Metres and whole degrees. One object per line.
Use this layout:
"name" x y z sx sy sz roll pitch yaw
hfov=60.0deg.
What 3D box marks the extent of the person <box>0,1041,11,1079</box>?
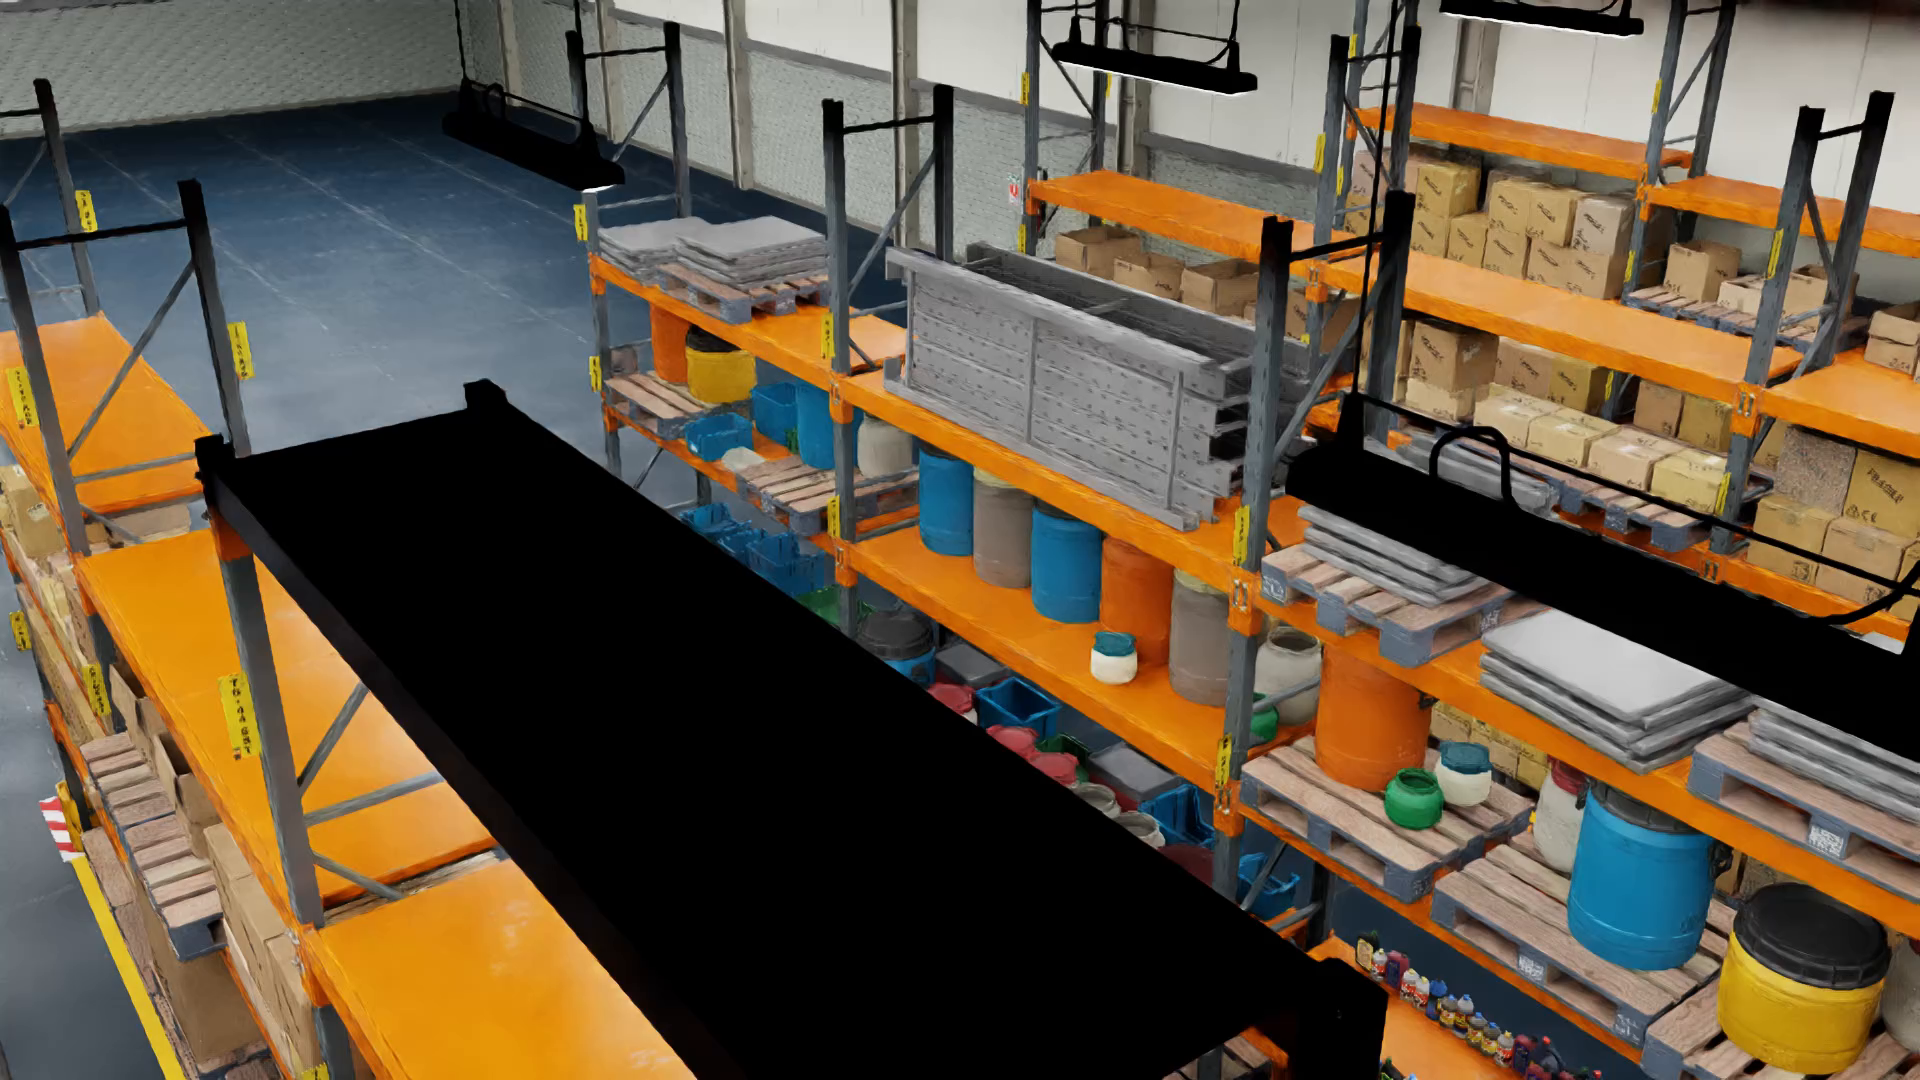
"person" -6.156 3.097 10.230 1.088 1.699 0.564 22 33 39
